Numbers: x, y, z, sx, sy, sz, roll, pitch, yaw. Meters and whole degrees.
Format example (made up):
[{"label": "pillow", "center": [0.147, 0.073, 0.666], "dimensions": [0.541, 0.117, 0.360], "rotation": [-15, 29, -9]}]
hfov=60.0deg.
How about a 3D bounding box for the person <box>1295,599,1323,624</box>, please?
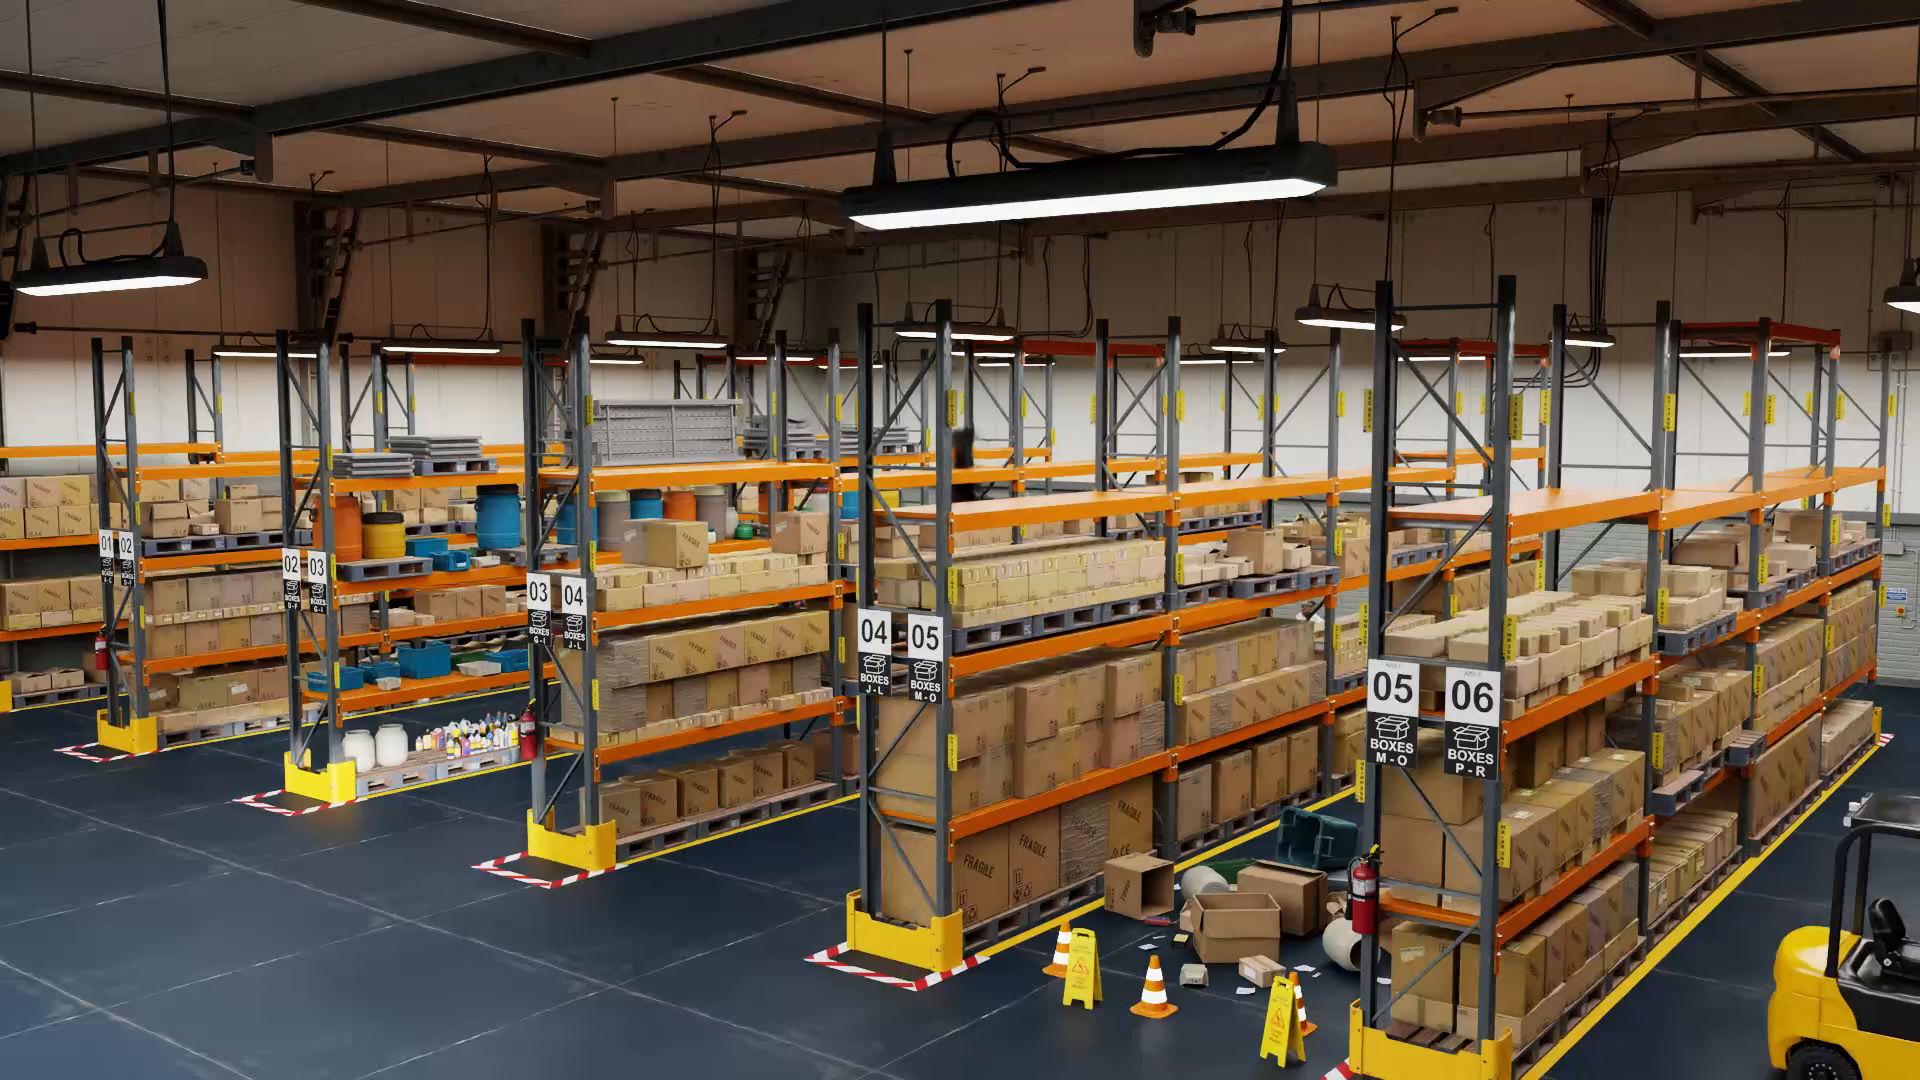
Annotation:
[{"label": "person", "center": [5.837, 1.857, 28.069], "dimensions": [0.658, 1.777, 0.675], "rotation": [3, 6, 33]}]
